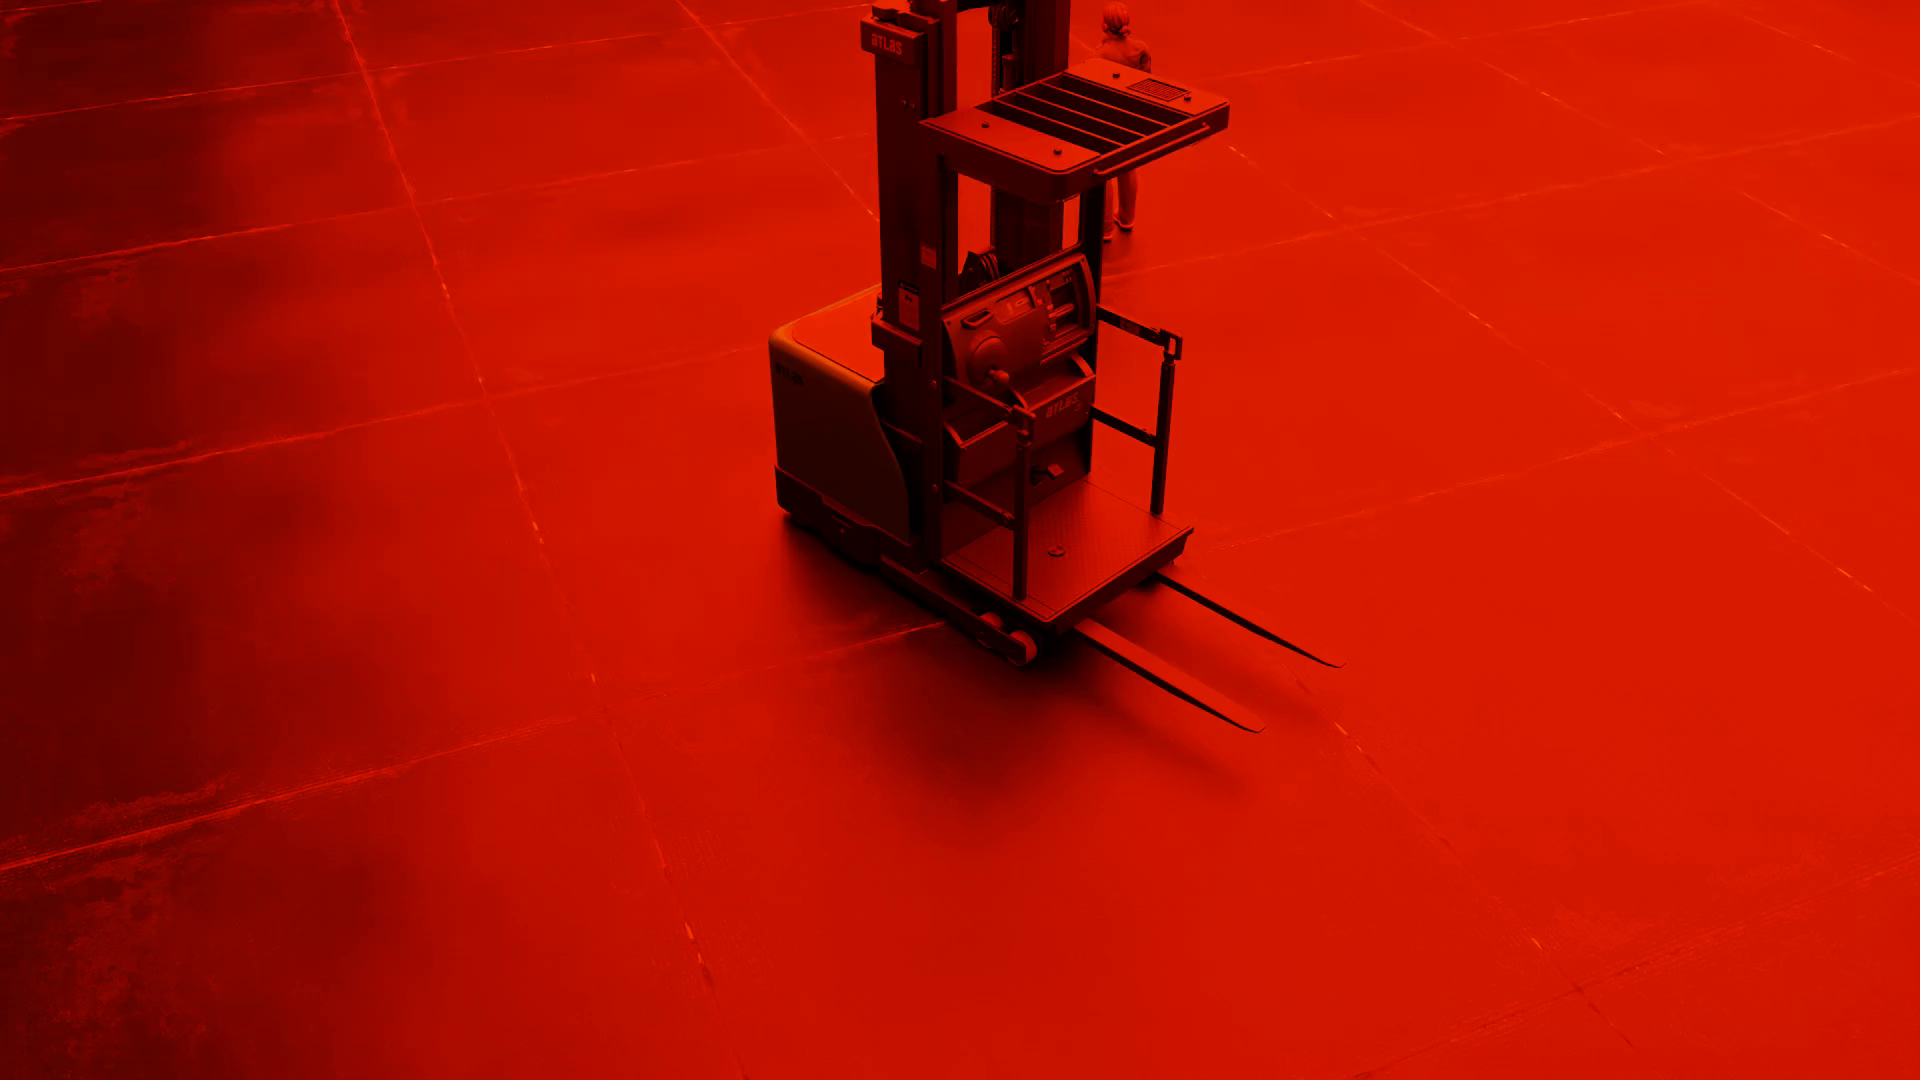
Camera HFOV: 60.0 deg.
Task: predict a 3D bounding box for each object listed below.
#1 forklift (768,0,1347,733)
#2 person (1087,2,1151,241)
[{"bbox_3d":[0.432,-0.946,7.429,3.031,2.935,1.130,30,45,35],"label":"forklift"},{"bbox_3d":[0.997,-2.825,11.160,0.569,1.656,0.503,-13,37,-17],"label":"person"}]
